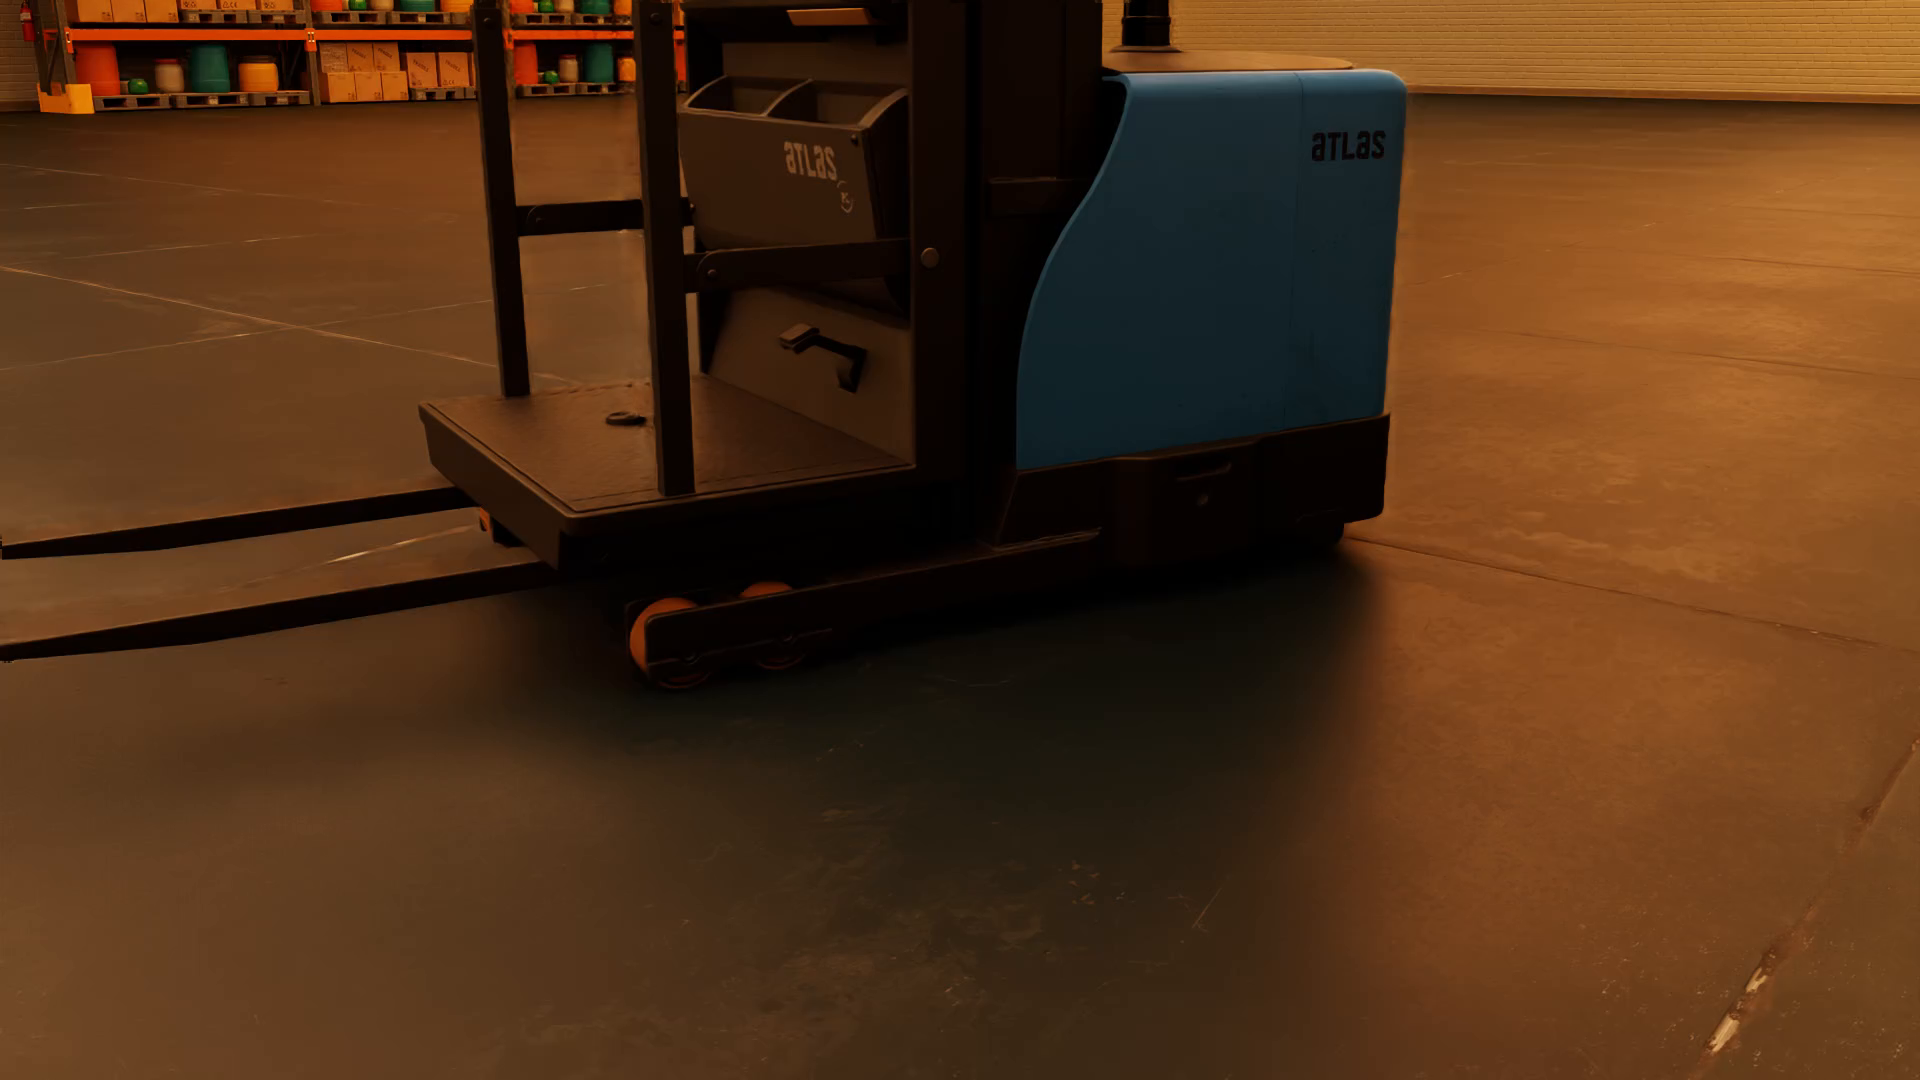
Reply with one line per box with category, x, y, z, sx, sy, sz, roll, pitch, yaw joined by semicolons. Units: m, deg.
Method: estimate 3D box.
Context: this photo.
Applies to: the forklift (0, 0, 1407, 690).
forklift;-0.532;-1.304;3.191;3.031;2.935;1.130;-10;19;-29
